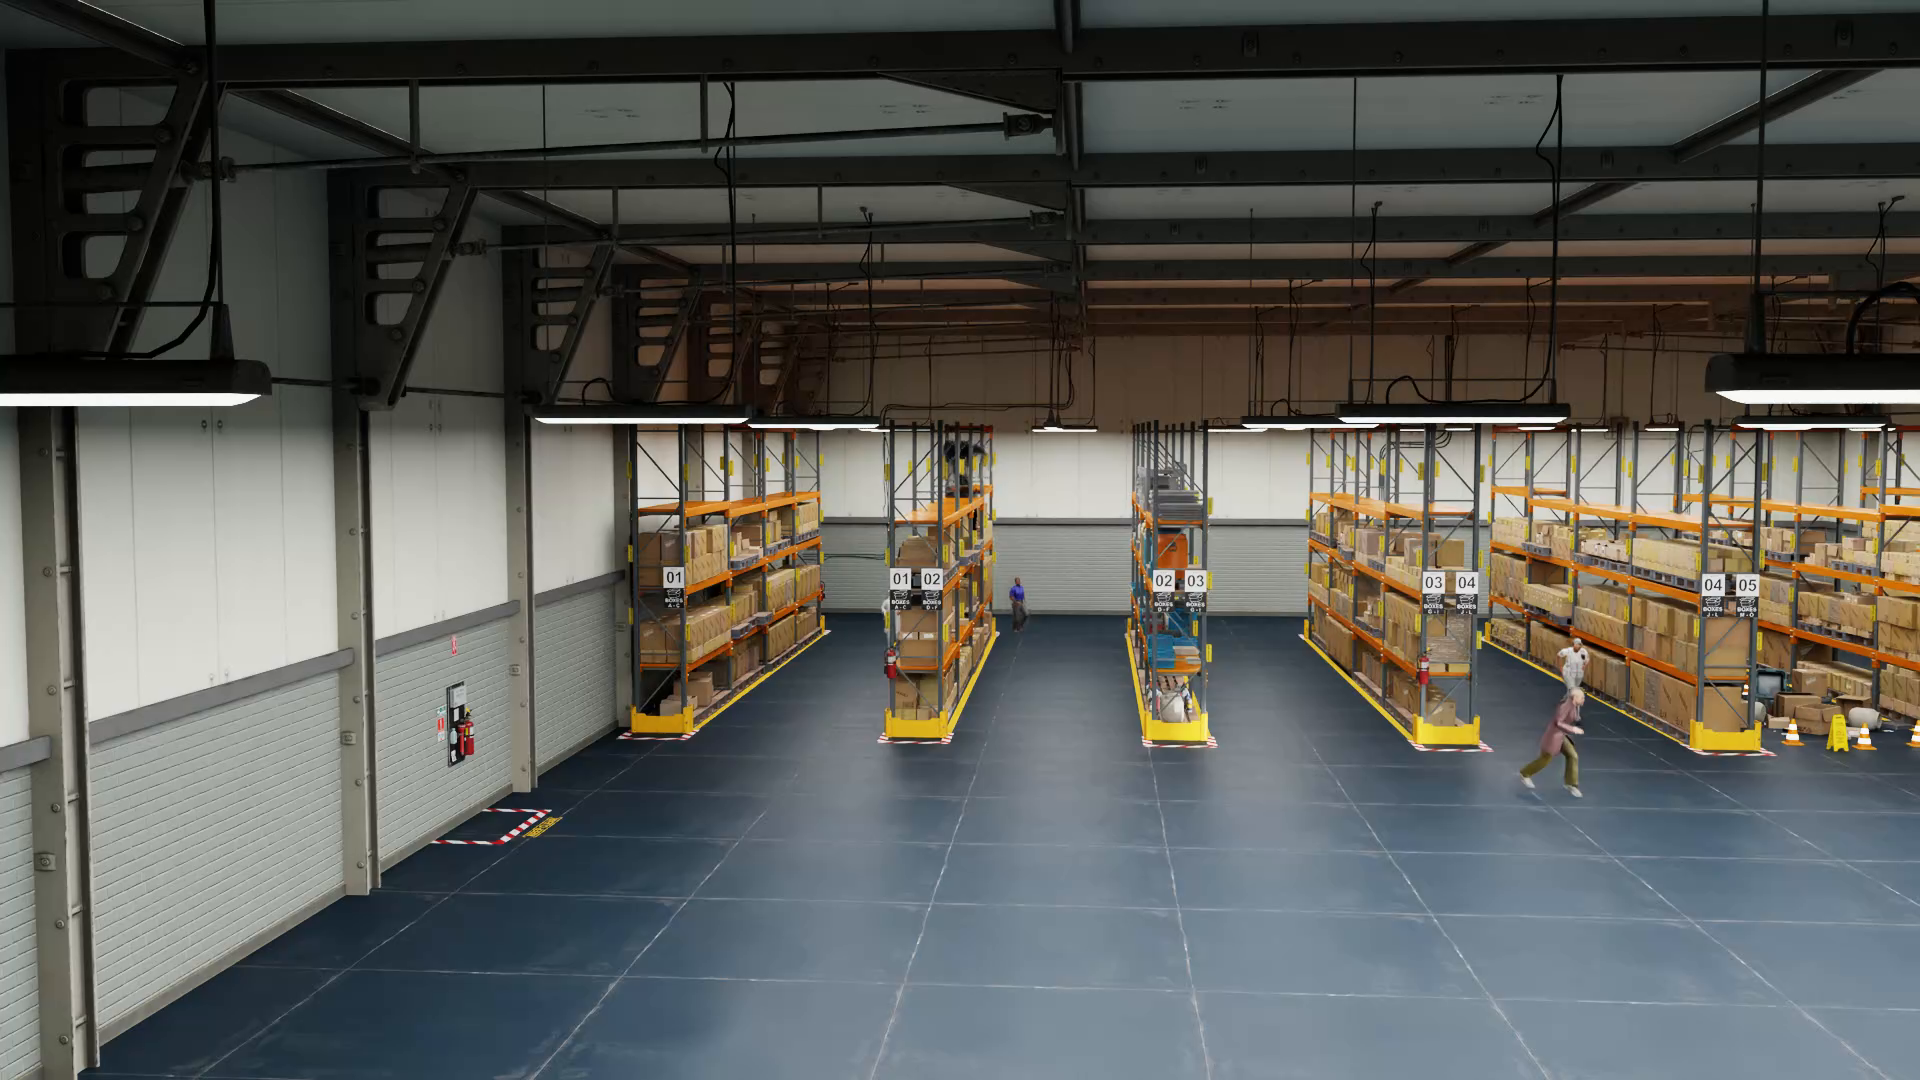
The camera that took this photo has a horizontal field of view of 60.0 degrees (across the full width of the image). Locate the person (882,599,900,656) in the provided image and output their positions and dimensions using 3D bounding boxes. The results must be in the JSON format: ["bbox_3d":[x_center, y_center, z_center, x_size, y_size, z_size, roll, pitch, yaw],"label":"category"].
[{"bbox_3d":[-1.674,2.153,42.162,0.691,1.802,1.046,0,4,6],"label":"person"}]

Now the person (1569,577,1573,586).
[{"bbox_3d":[17.626,1.829,48.133,0.778,1.801,0.632,-1,4,-21],"label":"person"}]

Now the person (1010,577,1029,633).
[{"bbox_3d":[1.708,1.880,47.867,0.592,1.621,0.598,-2,4,-34],"label":"person"}]

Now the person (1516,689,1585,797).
[{"bbox_3d":[9.449,3.217,26.582,1.064,1.743,0.755,2,4,32],"label":"person"}]

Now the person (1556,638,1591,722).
[{"bbox_3d":[12.392,2.787,33.648,0.607,1.674,1.039,0,4,-4],"label":"person"}]
